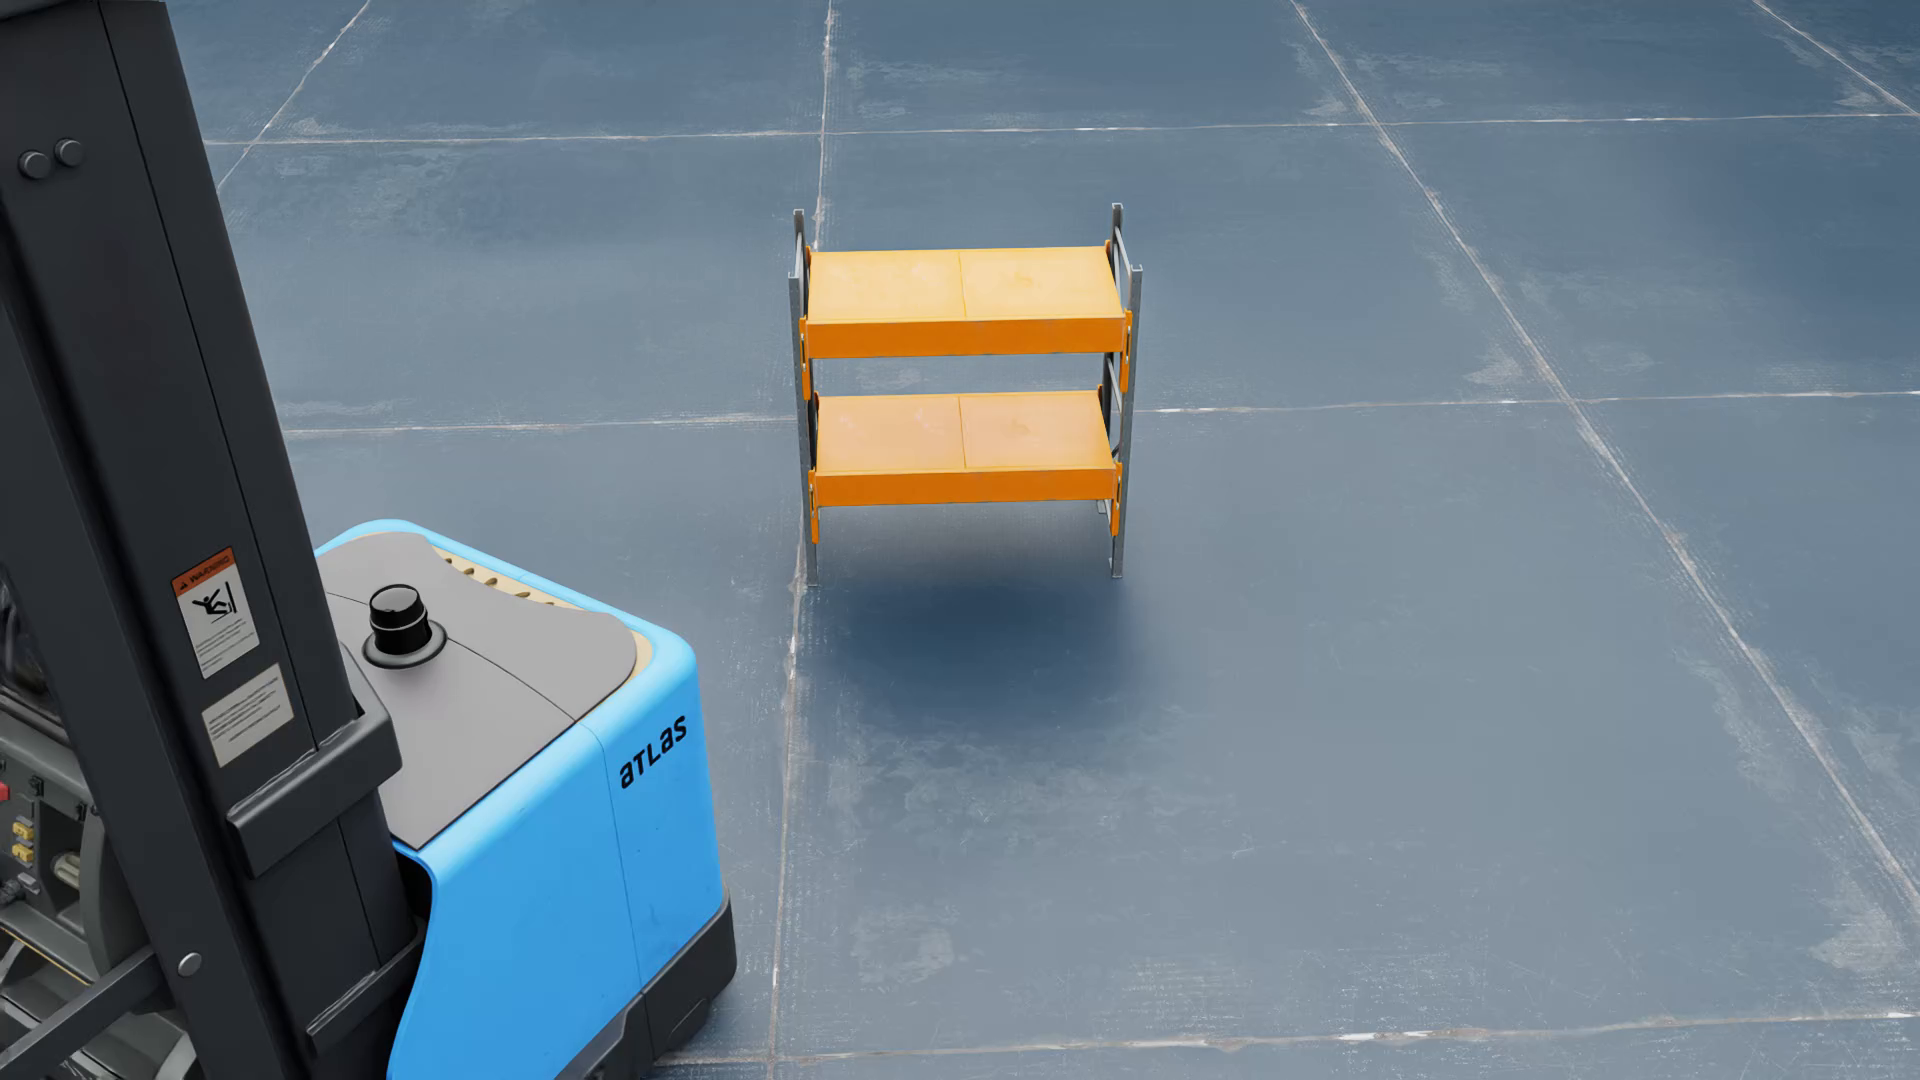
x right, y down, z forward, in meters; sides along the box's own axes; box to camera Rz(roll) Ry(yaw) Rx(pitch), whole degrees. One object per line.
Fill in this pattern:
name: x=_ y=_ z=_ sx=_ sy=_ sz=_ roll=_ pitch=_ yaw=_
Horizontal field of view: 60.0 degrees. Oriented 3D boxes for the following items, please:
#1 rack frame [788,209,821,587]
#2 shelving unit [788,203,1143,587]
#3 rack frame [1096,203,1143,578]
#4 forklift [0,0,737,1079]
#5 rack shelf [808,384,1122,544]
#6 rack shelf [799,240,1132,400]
rack frame: x=-0.501 y=-0.449 z=5.410 sx=0.032 sy=1.125 sz=0.500 roll=-2 pitch=35 yaw=-2
shelving unit: x=0.007 y=-0.463 z=5.430 sx=1.048 sy=1.125 sz=0.538 roll=-2 pitch=35 yaw=-2
rack frame: x=0.515 y=-0.476 z=5.450 sx=0.032 sy=1.125 sz=0.500 roll=-2 pitch=35 yaw=-2
forklift: x=-1.754 y=0.461 z=2.508 sx=1.130 sy=2.935 sz=3.031 roll=19 pitch=39 yaw=26
rack shelf: x=0.007 y=-0.262 z=5.569 sx=1.000 sy=0.278 sz=0.538 roll=-2 pitch=35 yaw=-2
rack shelf: x=0.007 y=-0.703 z=5.264 sx=1.000 sy=0.278 sz=0.538 roll=-2 pitch=35 yaw=-2
